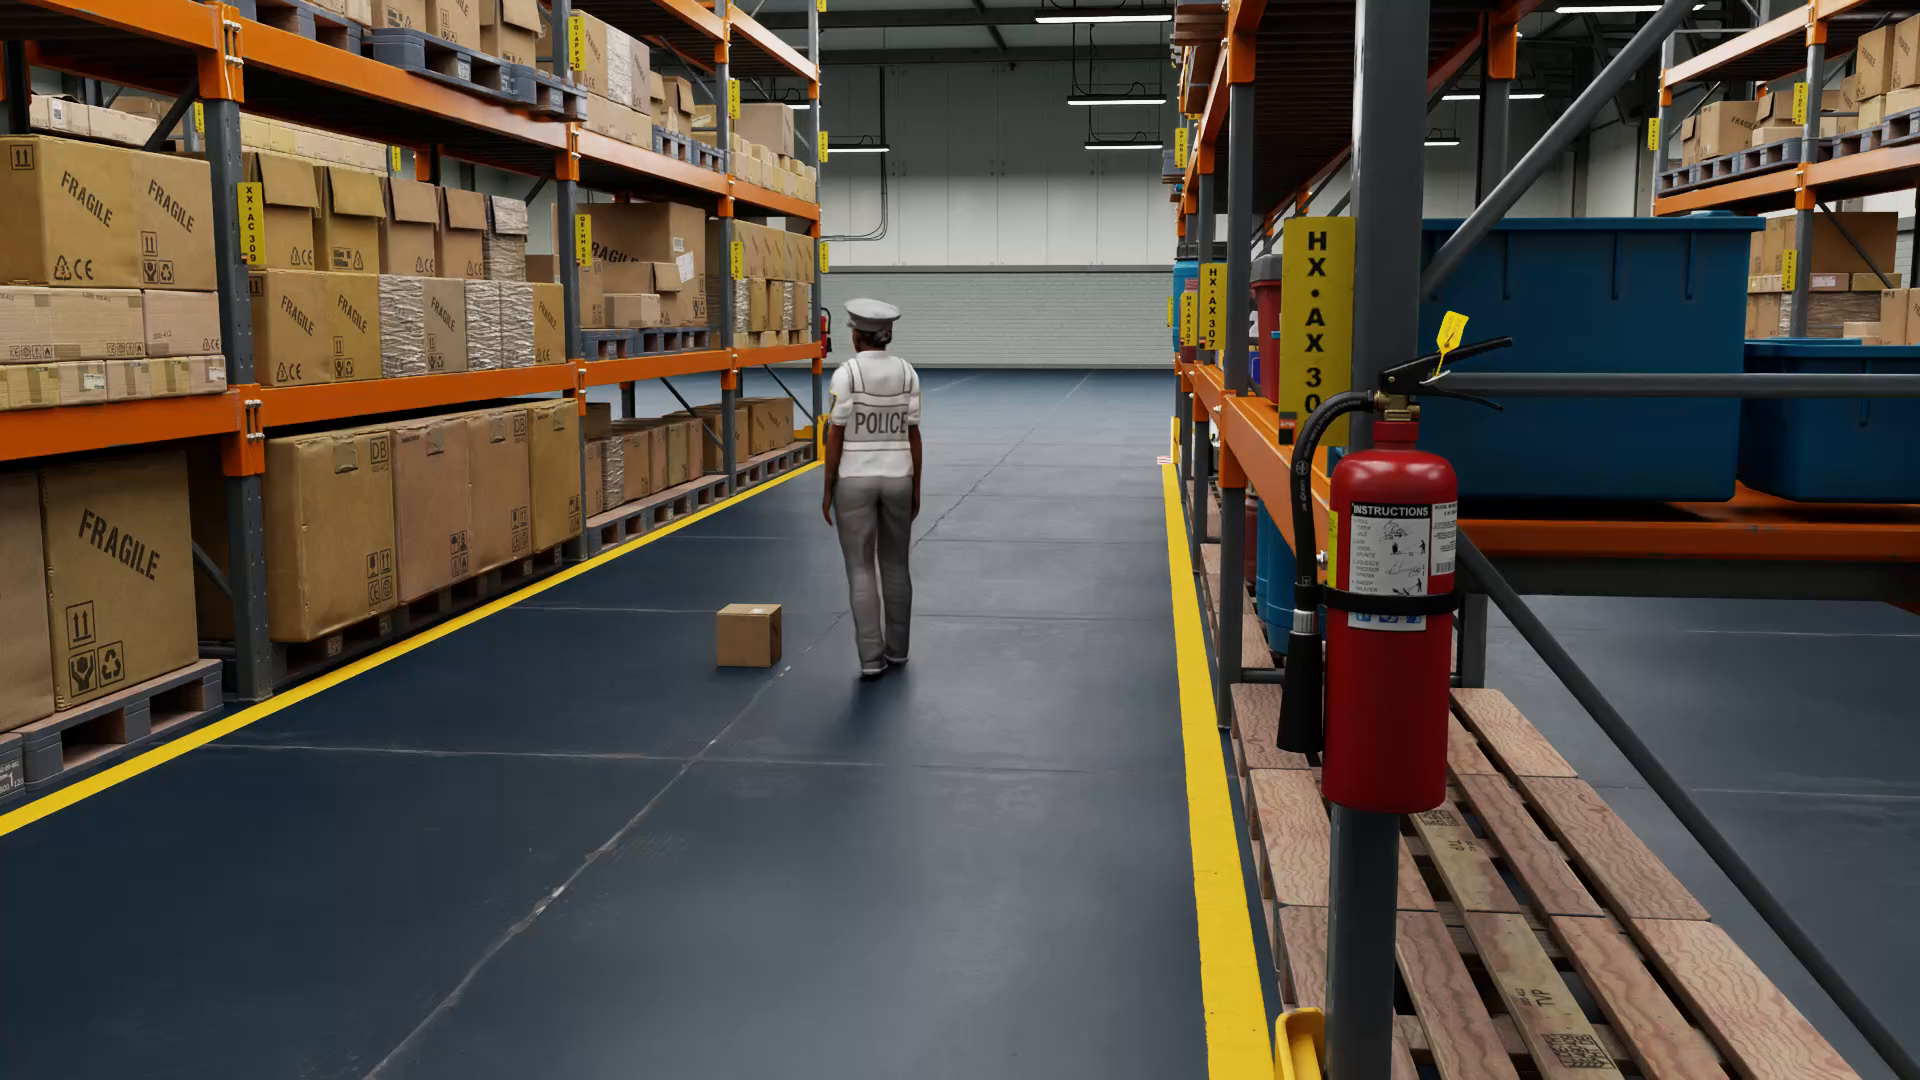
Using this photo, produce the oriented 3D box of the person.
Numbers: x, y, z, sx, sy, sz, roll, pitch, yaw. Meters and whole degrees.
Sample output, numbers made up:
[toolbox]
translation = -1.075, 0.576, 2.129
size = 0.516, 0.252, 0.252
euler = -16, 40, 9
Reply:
[person]
translation = -0.423, -0.248, 7.527
size = 0.474, 1.684, 0.499
euler = -4, 9, -28
